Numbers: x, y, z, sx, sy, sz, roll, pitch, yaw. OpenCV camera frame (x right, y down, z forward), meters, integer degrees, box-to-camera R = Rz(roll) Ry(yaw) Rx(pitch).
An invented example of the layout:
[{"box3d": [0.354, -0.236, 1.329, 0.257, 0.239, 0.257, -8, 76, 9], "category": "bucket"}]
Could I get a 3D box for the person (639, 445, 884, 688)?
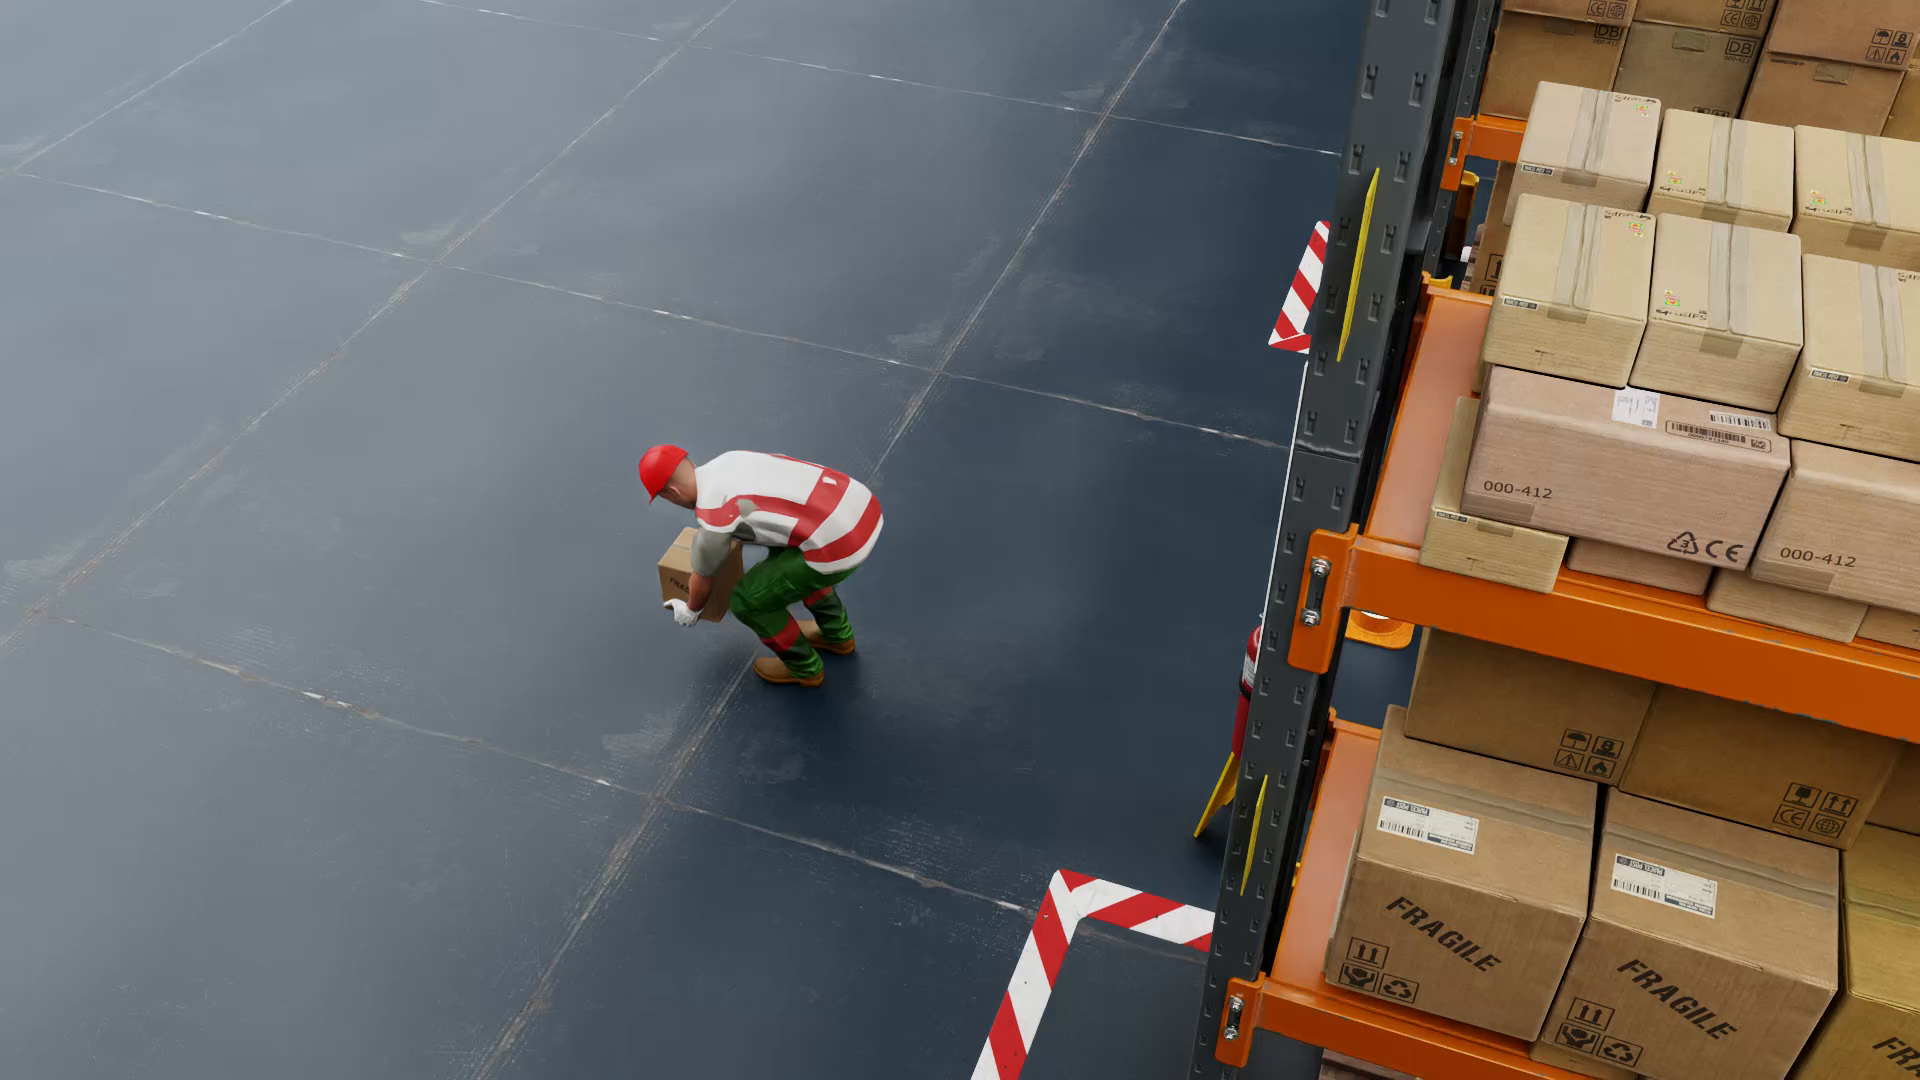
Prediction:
[{"box3d": [-0.777, 0.091, 6.624, 0.958, 1.014, 0.524, 12, 42, 13], "category": "person"}]
